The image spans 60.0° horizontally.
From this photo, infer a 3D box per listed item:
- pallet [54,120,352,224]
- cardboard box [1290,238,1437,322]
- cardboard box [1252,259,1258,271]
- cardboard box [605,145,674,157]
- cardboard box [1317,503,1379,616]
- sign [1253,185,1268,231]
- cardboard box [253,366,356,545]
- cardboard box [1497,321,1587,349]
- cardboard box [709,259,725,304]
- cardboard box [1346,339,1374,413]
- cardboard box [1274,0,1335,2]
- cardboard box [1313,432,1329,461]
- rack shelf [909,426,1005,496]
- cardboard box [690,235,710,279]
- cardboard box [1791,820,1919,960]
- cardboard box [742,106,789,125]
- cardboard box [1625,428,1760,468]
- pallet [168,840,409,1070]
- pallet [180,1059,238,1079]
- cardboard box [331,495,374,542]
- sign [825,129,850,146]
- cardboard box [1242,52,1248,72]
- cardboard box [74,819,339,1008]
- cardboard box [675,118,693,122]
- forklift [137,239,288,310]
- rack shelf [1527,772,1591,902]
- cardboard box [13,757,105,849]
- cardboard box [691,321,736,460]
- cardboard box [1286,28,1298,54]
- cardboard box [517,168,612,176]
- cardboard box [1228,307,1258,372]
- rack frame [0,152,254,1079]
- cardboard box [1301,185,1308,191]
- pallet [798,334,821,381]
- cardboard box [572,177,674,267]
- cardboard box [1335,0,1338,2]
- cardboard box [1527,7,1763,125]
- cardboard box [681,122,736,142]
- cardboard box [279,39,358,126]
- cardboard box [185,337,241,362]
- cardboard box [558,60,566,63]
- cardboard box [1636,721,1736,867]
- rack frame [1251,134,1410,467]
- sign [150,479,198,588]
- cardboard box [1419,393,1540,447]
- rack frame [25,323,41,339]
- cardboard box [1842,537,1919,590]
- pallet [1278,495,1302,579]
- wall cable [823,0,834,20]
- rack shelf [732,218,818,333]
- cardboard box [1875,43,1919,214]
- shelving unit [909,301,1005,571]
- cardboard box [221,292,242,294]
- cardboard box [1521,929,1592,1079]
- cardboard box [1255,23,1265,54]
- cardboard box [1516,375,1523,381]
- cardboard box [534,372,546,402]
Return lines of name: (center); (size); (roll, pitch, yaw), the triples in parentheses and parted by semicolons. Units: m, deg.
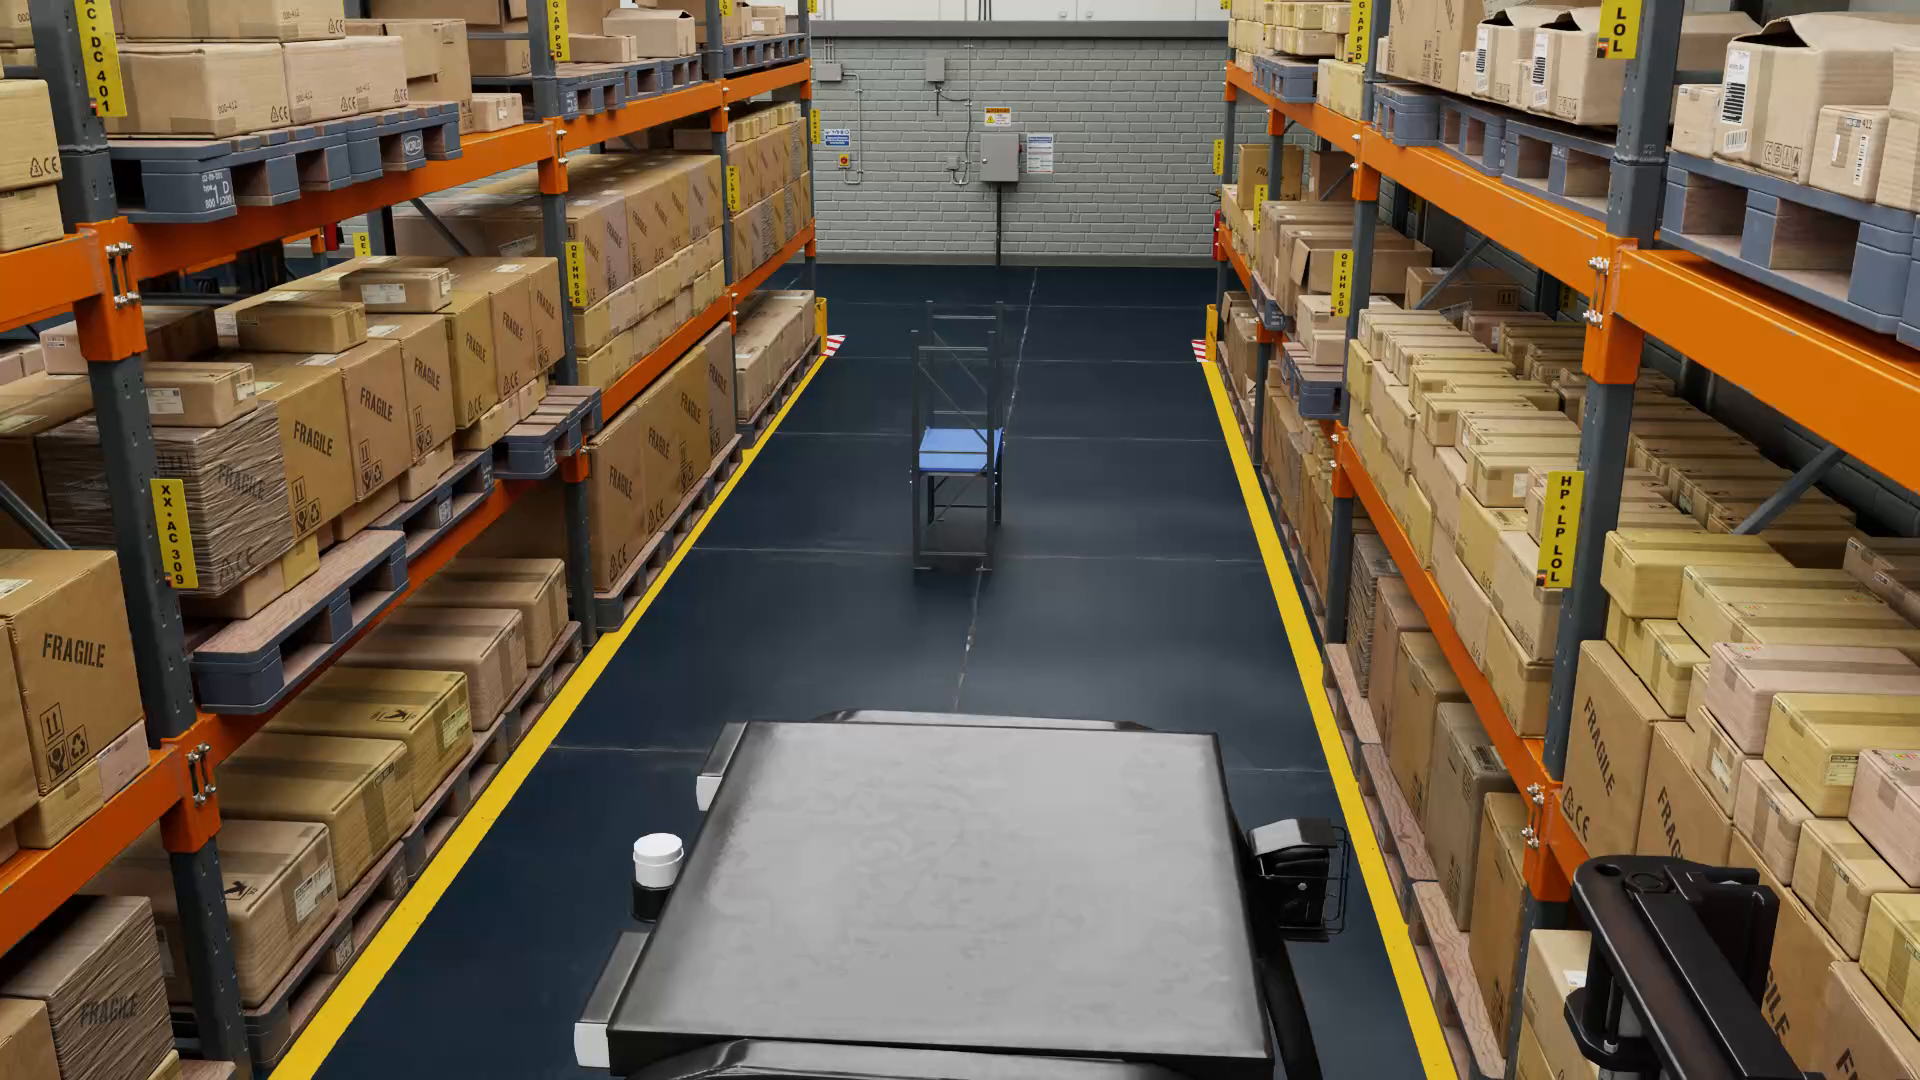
pallet: (-2.648, -1.141, 5.073); (1.213, 0.211, 1.003); (1, 18, 4)
cardboard box: (2.372, -1.508, 9.868); (0.797, 0.503, 0.637); (1, 18, 3)
cardboard box: (2.489, -2.138, 13.035); (0.380, 0.149, 0.250); (2, 18, 5)
cardboard box: (-2.466, -2.776, 12.810); (0.500, 0.500, 0.500); (1, 18, 3)
cardboard box: (2.256, 0.104, 9.129); (0.500, 0.500, 0.500); (2, 18, 6)
sign: (2.185, -2.412, 12.076); (0.100, 0.325, 0.005); (1, 18, 4)
cardboard box: (-2.443, -0.299, 5.705); (0.500, 0.500, 0.500); (1, 18, 4)
cardboard box: (2.711, -0.915, 7.695); (0.380, 0.149, 0.250); (2, 18, 5)
cardboard box: (-2.005, -1.884, 12.096); (0.500, 0.250, 0.500); (1, 18, 3)
cardboard box: (2.139, -0.783, 7.933); (0.500, 0.250, 0.500); (1, 18, 4)
cardboard box: (2.357, -3.796, 11.299); (0.396, 0.266, 0.258); (1, 18, 3)
cardboard box: (2.356, -0.552, 10.088); (0.380, 0.149, 0.250); (1, 18, 3)
rack shelf: (-0.006, -0.515, 10.665); (0.538, 0.185, 1.000); (1, 18, 4)
cardboard box: (-2.042, -1.969, 11.552); (0.500, 0.250, 0.500); (2, 18, 5)
cardboard box: (1.747, 0.628, 2.986); (0.380, 0.149, 0.250); (1, 18, 2)
cardboard box: (-1.752, -3.819, 14.952); (0.380, 0.149, 0.250); (2, 18, 5)
cardboard box: (2.523, -0.282, 5.765); (0.380, 0.149, 0.250); (1, 18, 4)
pallet: (-2.744, 1.468, 6.105); (1.003, 0.211, 1.213); (1, 18, 4)
pallet: (-2.811, 1.919, 4.728); (1.003, 0.211, 1.213); (1, 18, 4)
cardboard box: (-2.412, -0.106, 6.159); (0.380, 0.149, 0.250); (2, 18, 5)
sign: (-1.601, -5.243, 21.672); (0.327, 0.218, 0.001); (1, 18, 4)
cardboard box: (2.552, -3.971, 13.811); (0.380, 0.149, 0.250); (1, 18, 4)
cardboard box: (-2.763, 1.271, 5.774); (0.950, 0.372, 0.625); (2, 18, 5)
cardboard box: (-2.383, -3.348, 13.516); (0.380, 0.149, 0.250); (1, 18, 3)
forklift: (-4.842, -1.310, 10.214); (1.130, 2.935, 3.031); (2, 18, 5)
rack shelf: (2.010, 1.457, 2.814); (1.077, 0.370, 4.000); (1, 18, 4)
cardboard box: (-2.528, 0.688, 4.409); (0.380, 0.149, 0.250); (2, 18, 5)
cardboard box: (-2.189, -1.096, 12.188); (0.875, 0.875, 0.875); (2, 18, 6)
cardboard box: (2.210, -3.064, 10.207); (0.380, 0.149, 0.250); (2, 18, 5)
cardboard box: (-2.590, -2.178, 10.987); (0.500, 0.500, 0.500); (1, 18, 3)
cardboard box: (2.775, -1.792, 14.915); (0.700, 0.500, 0.500); (2, 18, 6)
rack frame: (-2.798, 0.384, 4.933); (1.000, 3.000, 0.127); (1, 18, 4)
cardboard box: (3.245, -3.154, 15.495); (0.500, 0.250, 0.500); (2, 18, 6)
pallet: (-1.917, -1.767, 15.978); (1.003, 0.211, 1.213); (1, 18, 4)
cardboard box: (-2.114, -2.000, 10.442); (0.500, 0.500, 0.500); (2, 18, 5)
cardboard box: (2.523, -3.886, 12.108); (0.500, 0.250, 0.500); (1, 18, 4)
cardboard box: (1.962, -1.366, 4.766); (0.500, 0.311, 0.500); (1, 18, 2)
cardboard box: (-1.964, -3.184, 13.014); (0.380, 0.149, 0.250); (1, 18, 3)
cardboard box: (-2.321, -1.499, 5.431); (0.500, 0.250, 0.500); (1, 18, 3)
cardboard box: (-2.917, -0.467, 6.218); (0.500, 0.500, 0.500); (2, 18, 6)
cardboard box: (-2.674, -3.084, 9.866); (0.500, 0.500, 0.500); (1, 18, 4)
cardboard box: (1.840, 0.741, 3.685); (0.500, 0.500, 0.500); (2, 18, 5)
rack frame: (2.727, -1.991, 12.181); (1.000, 3.000, 0.127); (1, 18, 4)
sign: (-2.256, -0.017, 4.768); (0.100, 0.325, 0.005); (1, 18, 4)
cardboard box: (1.960, -0.454, 6.290); (0.380, 0.149, 0.250); (1, 18, 2)
rack frame: (-7.169, -2.179, 12.757); (1.000, 3.000, 0.127); (1, 18, 4)
cardboard box: (2.432, 0.103, 4.112); (0.380, 0.149, 0.250); (1, 18, 4)
pallet: (2.621, -0.032, 10.682); (1.003, 0.211, 1.213); (1, 18, 4)
wall cable: (-1.811, -7.966, 20.783); (0.463, 3.000, 0.029); (1, 18, 4)
rack shelf: (-2.081, -2.379, 14.523); (1.077, 0.370, 4.000); (1, 18, 4)
cardboard box: (1.744, -0.660, 2.685); (0.396, 0.266, 0.258); (1, 18, 3)
shelving unit: (-0.006, -0.686, 10.609); (0.538, 1.500, 1.048); (1, 18, 4)
cardboard box: (-7.159, -2.306, 16.091); (0.380, 0.149, 0.250); (2, 18, 5)
cardboard box: (1.805, 1.269, 4.368); (0.500, 0.250, 0.500); (1, 18, 3)
cardboard box: (2.538, -3.803, 12.658); (0.500, 0.250, 0.500); (1, 18, 2)
cardboard box: (2.650, -0.610, 7.405); (0.500, 0.250, 0.500); (1, 18, 4)
cardboard box: (-2.247, -0.746, 8.112); (0.380, 0.149, 0.250); (2, 18, 5)
